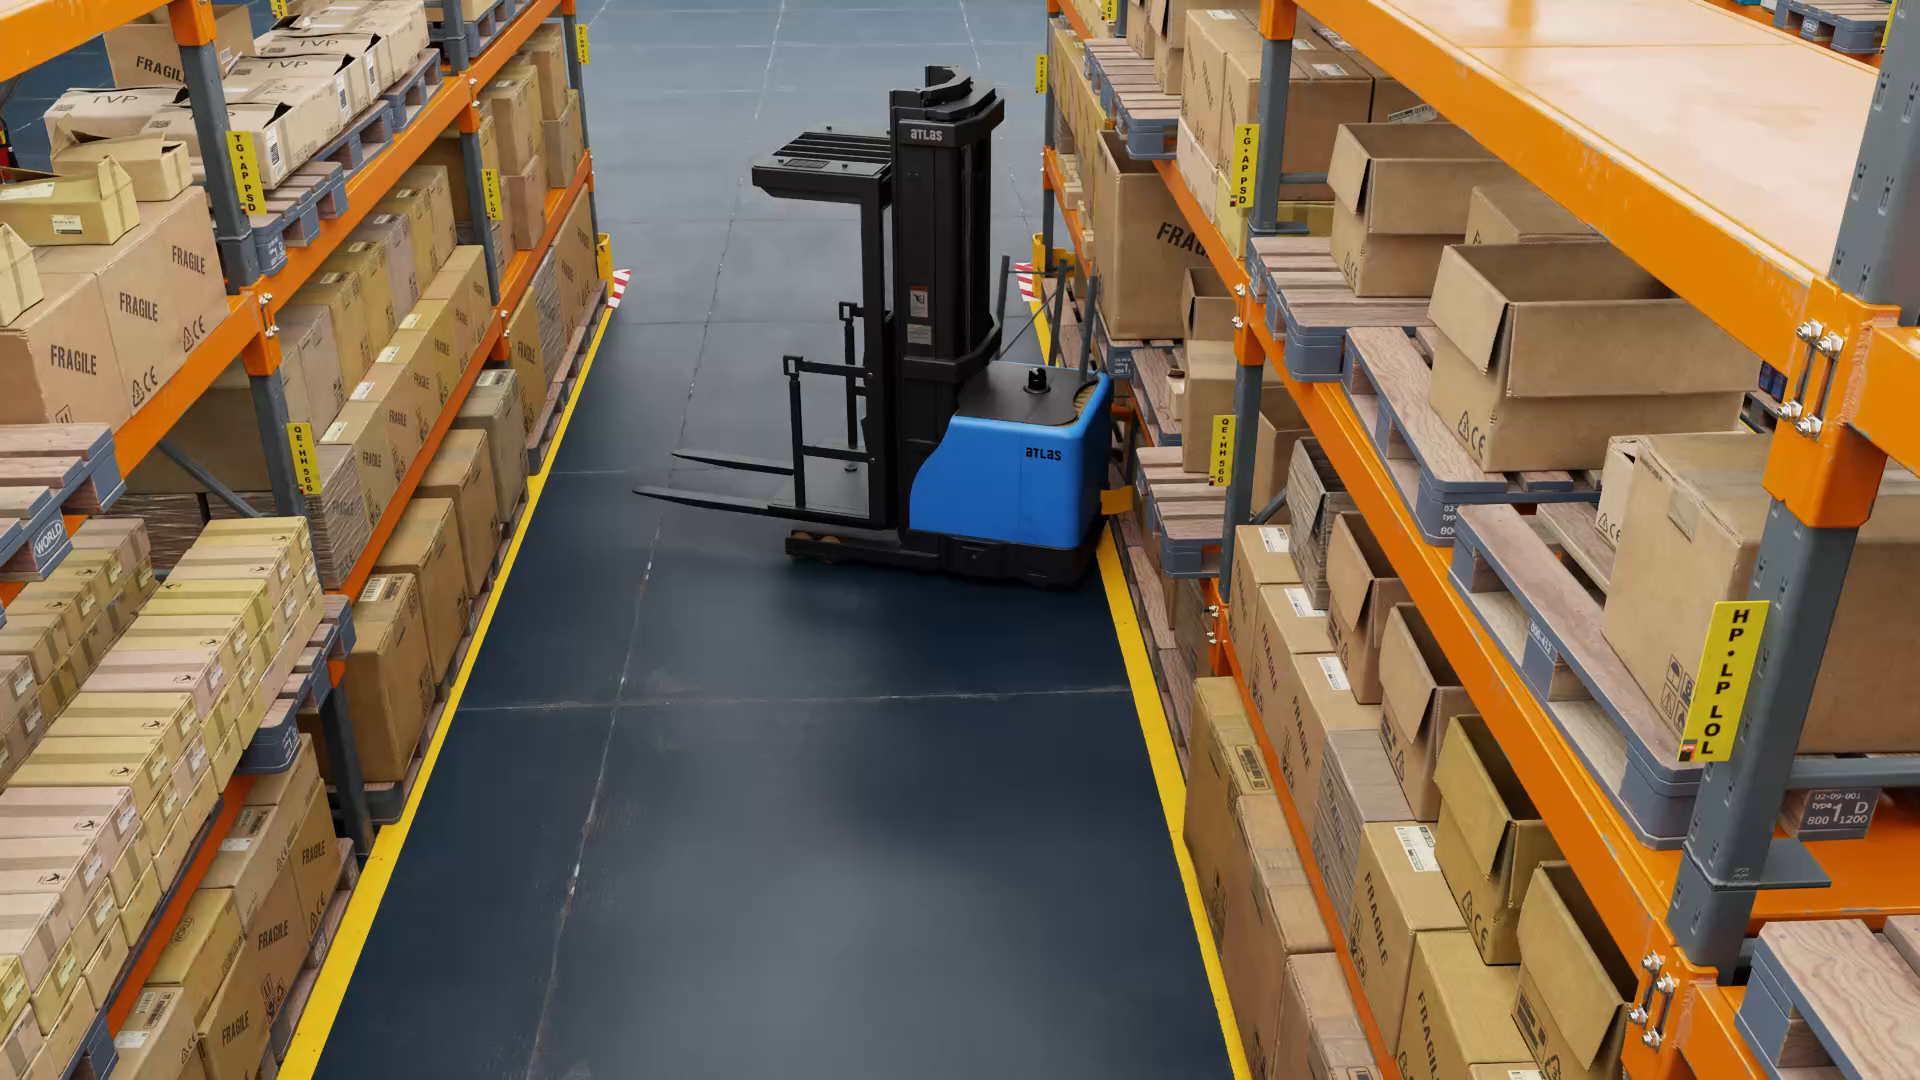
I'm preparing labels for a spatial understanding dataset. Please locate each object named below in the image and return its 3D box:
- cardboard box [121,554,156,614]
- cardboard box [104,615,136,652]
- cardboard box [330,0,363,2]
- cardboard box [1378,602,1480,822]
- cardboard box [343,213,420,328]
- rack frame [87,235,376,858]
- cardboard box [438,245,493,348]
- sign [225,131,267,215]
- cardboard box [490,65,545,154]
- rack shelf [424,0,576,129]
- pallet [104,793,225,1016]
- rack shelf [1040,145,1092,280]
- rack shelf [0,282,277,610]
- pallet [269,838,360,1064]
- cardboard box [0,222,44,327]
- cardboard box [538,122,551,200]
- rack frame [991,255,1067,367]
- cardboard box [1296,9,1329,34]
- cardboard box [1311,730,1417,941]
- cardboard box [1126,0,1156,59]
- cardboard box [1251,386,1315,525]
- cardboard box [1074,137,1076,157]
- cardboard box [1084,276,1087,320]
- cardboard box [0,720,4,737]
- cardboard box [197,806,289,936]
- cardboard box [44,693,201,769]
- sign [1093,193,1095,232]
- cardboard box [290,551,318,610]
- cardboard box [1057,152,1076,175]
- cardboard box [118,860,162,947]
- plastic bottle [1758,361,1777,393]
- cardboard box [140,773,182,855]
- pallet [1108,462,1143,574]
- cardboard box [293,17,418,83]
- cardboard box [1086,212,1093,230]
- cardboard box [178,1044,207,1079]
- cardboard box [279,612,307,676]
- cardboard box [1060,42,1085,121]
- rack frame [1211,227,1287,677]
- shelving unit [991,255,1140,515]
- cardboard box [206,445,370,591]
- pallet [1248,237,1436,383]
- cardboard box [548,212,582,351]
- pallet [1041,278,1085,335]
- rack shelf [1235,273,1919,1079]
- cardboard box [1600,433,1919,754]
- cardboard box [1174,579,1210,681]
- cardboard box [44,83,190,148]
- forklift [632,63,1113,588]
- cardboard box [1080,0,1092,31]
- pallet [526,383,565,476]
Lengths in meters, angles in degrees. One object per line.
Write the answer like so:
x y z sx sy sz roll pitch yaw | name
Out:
-3.475 0.177 6.662 0.380 0.149 0.250 0 28 0 | cardboard box
-3.464 0.417 6.525 0.380 0.149 0.250 0 28 0 | cardboard box
-3.847 -3.301 10.301 0.380 0.149 0.250 -1 28 -3 | cardboard box
1.754 0.542 5.274 0.797 0.503 0.637 -1 28 -1 | cardboard box
-3.422 -1.479 9.153 0.700 0.500 0.500 -1 28 -2 | cardboard box
-3.300 0.156 7.207 1.000 3.000 0.127 -1 28 -3 | rack frame
-3.214 -1.501 10.276 0.500 0.500 0.500 -2 28 -3 | cardboard box
-2.758 -1.415 6.417 0.100 0.325 0.005 -1 28 -3 | sign
-3.565 -3.156 12.228 0.875 0.550 0.500 -1 28 -3 | cardboard box
-3.613 -3.626 11.993 1.077 0.370 4.000 -1 28 -3 | rack shelf
-3.155 1.154 5.501 1.003 0.211 1.213 -1 28 -3 | pallet
1.346 -2.369 12.826 1.077 0.370 4.000 -1 28 -3 | rack shelf
-3.195 0.069 4.909 1.077 0.370 4.000 -1 28 -3 | rack shelf
-3.260 1.753 7.160 1.003 0.211 1.213 -1 28 -3 | pallet
-2.931 -0.784 4.829 0.396 0.266 0.258 -1 28 -3 | cardboard box
-3.698 -2.920 12.942 0.875 0.550 0.550 -1 28 -3 | cardboard box
0.428 -1.157 11.243 0.500 1.500 0.032 -3 17 -31 | rack frame
1.835 -2.203 7.837 0.500 0.500 0.500 -2 28 -4 | cardboard box
1.496 0.975 5.529 0.500 0.500 0.500 -1 28 -2 | cardboard box
1.376 -3.107 9.654 0.797 0.503 0.637 -3 28 -5 | cardboard box
1.591 -0.396 7.704 0.500 0.500 0.500 -5 28 -9 | cardboard box
1.388 -3.305 13.414 0.875 0.500 0.500 -1 28 -3 | cardboard box
1.322 -2.125 13.831 0.500 0.500 0.500 6 28 11 | cardboard box
-3.399 0.642 5.449 0.380 0.149 0.250 -1 28 -1 | cardboard box
-2.965 1.288 6.475 0.500 0.250 0.500 -1 28 -2 | cardboard box
-2.751 0.630 5.473 0.380 0.149 0.250 0 28 0 | cardboard box
0.909 -2.132 10.657 0.100 0.325 0.005 -1 28 -3 | sign
-2.819 0.166 6.683 0.380 0.149 0.250 -1 28 -2 | cardboard box
1.010 -3.131 13.781 0.380 0.149 0.250 -1 28 -3 | cardboard box
-2.726 1.132 5.153 0.380 0.149 0.250 -2 28 -4 | cardboard box
6.065 -1.284 12.356 0.144 0.351 0.185 -3 28 -5 | plastic bottle
-2.736 0.881 5.313 0.380 0.149 0.250 -2 28 -4 | cardboard box
1.492 -0.168 10.845 1.003 0.211 1.213 -1 28 -3 | pallet
-3.224 -2.620 8.887 0.500 0.250 0.500 -2 28 -3 | cardboard box
1.129 -2.324 12.233 0.380 0.149 0.250 -1 28 -3 | cardboard box
-2.935 2.092 5.745 0.500 0.500 0.500 -1 28 -2 | cardboard box
-2.804 0.413 6.533 0.380 0.149 0.250 -1 28 -3 | cardboard box
1.044 -3.509 12.723 0.500 0.500 0.500 -1 28 -3 | cardboard box
1.659 0.083 7.347 1.000 3.000 0.127 -1 28 -3 | rack frame
0.688 -1.022 10.816 0.587 1.500 1.083 -3 17 -31 | shelving unit
-3.053 -0.102 7.594 0.500 0.500 0.500 -1 28 -2 | cardboard box
1.745 -0.867 6.130 1.213 0.211 1.003 0 28 0 | pallet
-3.568 -2.065 13.309 0.875 0.875 0.875 -2 28 -3 | cardboard box
1.252 -1.964 14.288 1.003 0.211 1.213 -1 28 -3 | pallet
1.763 -0.005 5.049 1.077 0.370 4.000 -1 28 -3 | rack shelf
1.827 0.102 3.505 0.700 0.500 0.500 -1 28 -1 | cardboard box
1.562 0.431 8.907 0.700 0.500 0.500 -4 28 -7 | cardboard box
-3.654 -1.840 7.326 0.500 0.311 0.500 -1 28 -3 | cardboard box
-0.604 -1.379 10.225 3.031 2.935 1.130 8 28 14 | forklift
1.117 -3.709 11.536 0.500 0.250 0.500 -2 28 -3 | cardboard box
-3.470 -0.808 12.071 1.003 0.211 1.213 -1 28 -3 | pallet
